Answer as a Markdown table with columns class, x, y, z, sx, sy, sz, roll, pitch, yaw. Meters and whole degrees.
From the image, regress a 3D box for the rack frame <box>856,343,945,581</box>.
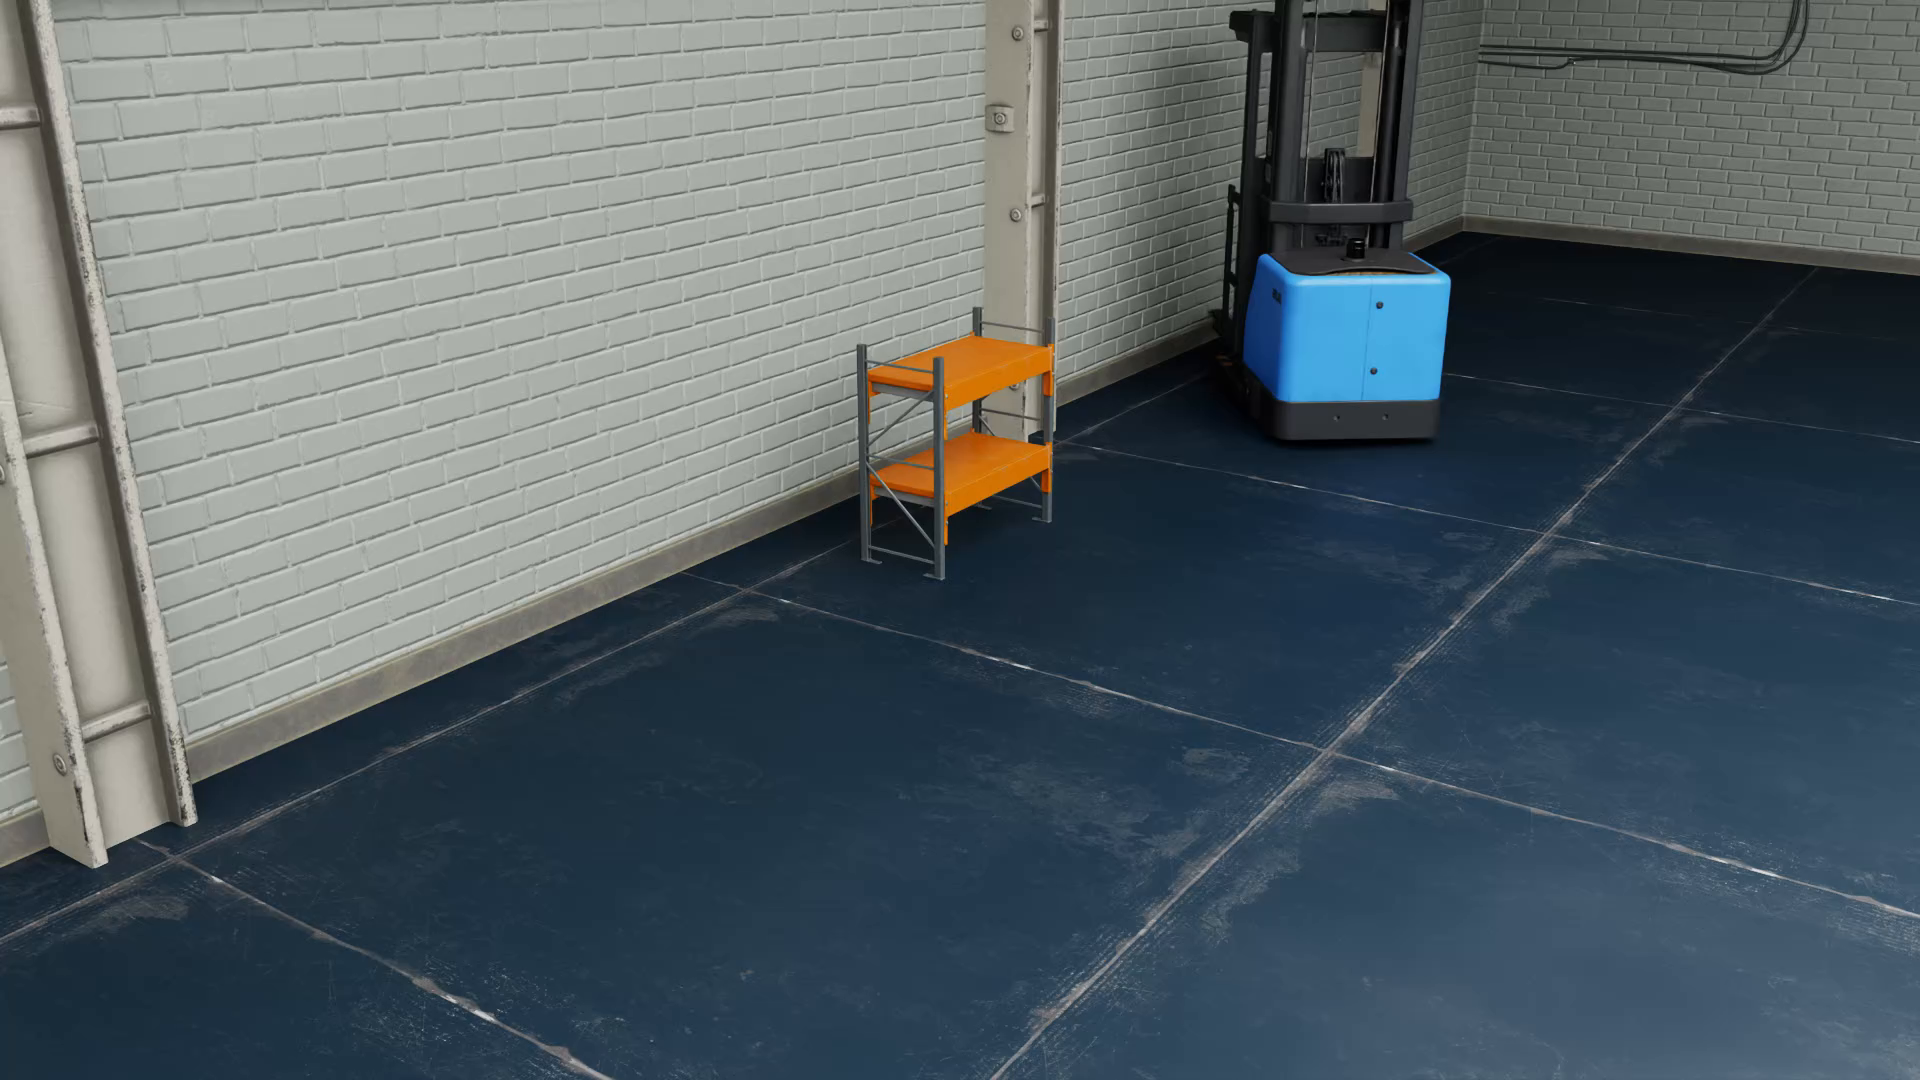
| class | x | y | z | sx | sy | sz | roll | pitch | yaw |
| --- | --- | --- | --- | --- | --- | --- | --- | --- | --- |
| rack frame | -0.290 | -0.380 | 8.170 | 0.500 | 1.125 | 0.032 | 13 | 24 | 32 |

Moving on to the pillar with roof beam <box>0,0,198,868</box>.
| class | x | y | z | sx | sy | sz | roll | pitch | yaw |
| --- | --- | --- | --- | --- | --- | --- | --- | --- | --- |
| pillar with roof beam | 0.568 | -2.338 | 2.115 | 9.100 | 9.000 | 0.400 | 13 | 24 | 32 |

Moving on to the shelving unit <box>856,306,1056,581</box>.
| class | x | y | z | sx | sy | sz | roll | pitch | yaw |
| --- | --- | --- | --- | --- | --- | --- | --- | --- | --- |
| shelving unit | -0.004 | -0.526 | 8.565 | 0.538 | 1.125 | 1.048 | 13 | 24 | 32 |

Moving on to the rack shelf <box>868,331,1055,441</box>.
| class | x | y | z | sx | sy | sz | roll | pitch | yaw |
| --- | --- | --- | --- | --- | --- | --- | --- | --- | --- |
| rack shelf | -0.004 | -0.800 | 8.463 | 0.538 | 0.278 | 1.000 | 13 | 24 | 32 |

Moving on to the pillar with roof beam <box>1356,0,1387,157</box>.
| class | x | y | z | sx | sy | sz | roll | pitch | yaw |
| --- | --- | --- | --- | --- | --- | --- | --- | --- | --- |
| pillar with roof beam | 7.314 | -5.781 | 11.423 | 9.100 | 9.000 | 0.400 | 13 | 24 | 32 |

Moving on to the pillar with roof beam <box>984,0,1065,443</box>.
| class | x | y | z | sx | sy | sz | roll | pitch | yaw |
| --- | --- | --- | --- | --- | --- | --- | --- | --- | --- |
| pillar with roof beam | 3.941 | -4.060 | 6.769 | 9.100 | 9.000 | 0.400 | 13 | 24 | 32 |

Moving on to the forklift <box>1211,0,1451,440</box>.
| class | x | y | z | sx | sy | sz | roll | pitch | yaw |
| --- | --- | --- | --- | --- | --- | --- | --- | --- | --- |
| forklift | 2.380 | -2.453 | 11.172 | 1.130 | 2.935 | 3.031 | -1 | 20 | -3 |

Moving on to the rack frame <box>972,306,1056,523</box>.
| class | x | y | z | sx | sy | sz | roll | pitch | yaw |
| --- | --- | --- | --- | --- | --- | --- | --- | --- | --- |
| rack frame | 0.282 | -0.671 | 8.959 | 0.500 | 1.125 | 0.032 | 13 | 24 | 32 |

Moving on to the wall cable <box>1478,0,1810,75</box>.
| class | x | y | z | sx | sy | sz | roll | pitch | yaw |
| --- | --- | --- | --- | --- | --- | --- | --- | --- | --- |
| wall cable | 6.503 | -5.752 | 15.819 | 3.097 | 2.526 | 0.112 | 13 | 24 | 32 |

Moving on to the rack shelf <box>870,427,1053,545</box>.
| class | x | y | z | sx | sy | sz | roll | pitch | yaw |
| --- | --- | --- | --- | --- | --- | --- | --- | --- | --- |
| rack shelf | -0.004 | -0.296 | 8.649 | 0.538 | 0.278 | 1.000 | 13 | 24 | 32 |
